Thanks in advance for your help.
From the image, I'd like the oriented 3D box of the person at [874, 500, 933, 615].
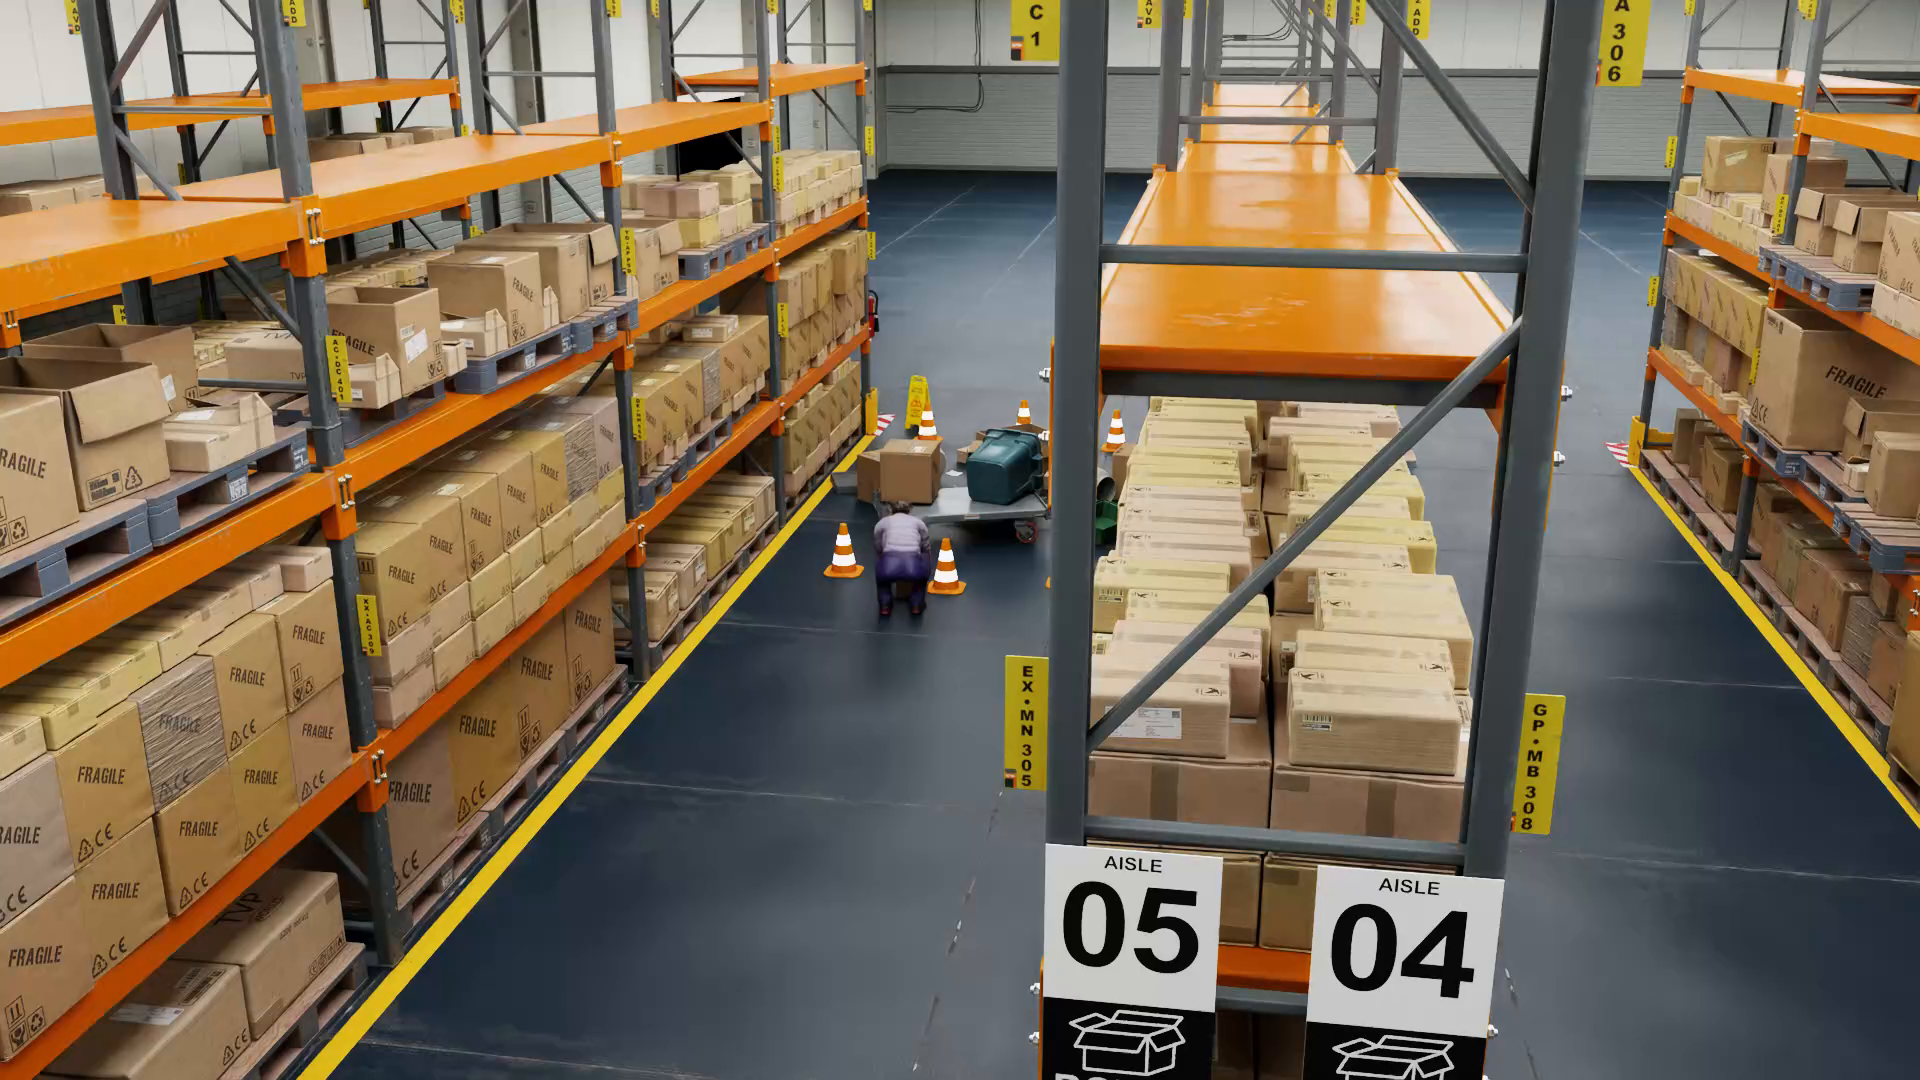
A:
[{"bbox_3d":[-0.498,0.168,14.267,0.509,0.871,0.831,2,18,5],"label":"person"}]
